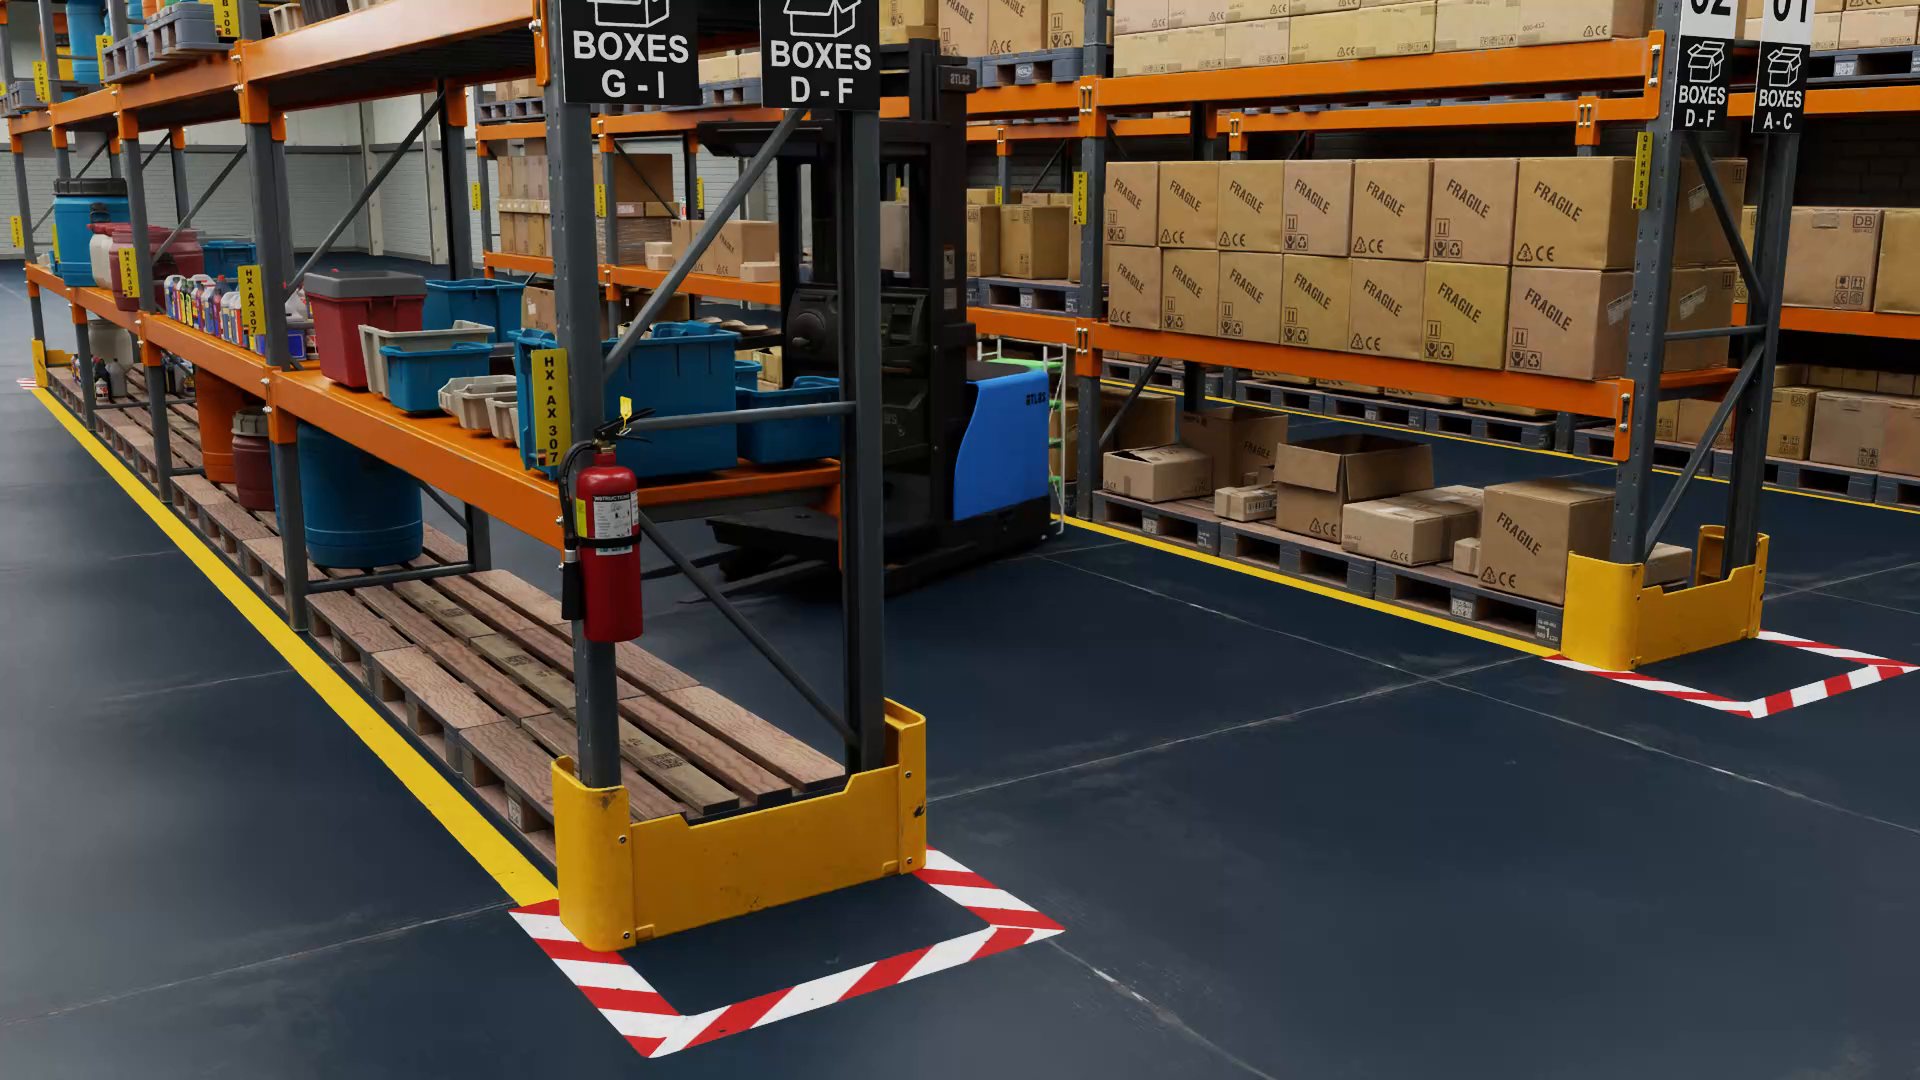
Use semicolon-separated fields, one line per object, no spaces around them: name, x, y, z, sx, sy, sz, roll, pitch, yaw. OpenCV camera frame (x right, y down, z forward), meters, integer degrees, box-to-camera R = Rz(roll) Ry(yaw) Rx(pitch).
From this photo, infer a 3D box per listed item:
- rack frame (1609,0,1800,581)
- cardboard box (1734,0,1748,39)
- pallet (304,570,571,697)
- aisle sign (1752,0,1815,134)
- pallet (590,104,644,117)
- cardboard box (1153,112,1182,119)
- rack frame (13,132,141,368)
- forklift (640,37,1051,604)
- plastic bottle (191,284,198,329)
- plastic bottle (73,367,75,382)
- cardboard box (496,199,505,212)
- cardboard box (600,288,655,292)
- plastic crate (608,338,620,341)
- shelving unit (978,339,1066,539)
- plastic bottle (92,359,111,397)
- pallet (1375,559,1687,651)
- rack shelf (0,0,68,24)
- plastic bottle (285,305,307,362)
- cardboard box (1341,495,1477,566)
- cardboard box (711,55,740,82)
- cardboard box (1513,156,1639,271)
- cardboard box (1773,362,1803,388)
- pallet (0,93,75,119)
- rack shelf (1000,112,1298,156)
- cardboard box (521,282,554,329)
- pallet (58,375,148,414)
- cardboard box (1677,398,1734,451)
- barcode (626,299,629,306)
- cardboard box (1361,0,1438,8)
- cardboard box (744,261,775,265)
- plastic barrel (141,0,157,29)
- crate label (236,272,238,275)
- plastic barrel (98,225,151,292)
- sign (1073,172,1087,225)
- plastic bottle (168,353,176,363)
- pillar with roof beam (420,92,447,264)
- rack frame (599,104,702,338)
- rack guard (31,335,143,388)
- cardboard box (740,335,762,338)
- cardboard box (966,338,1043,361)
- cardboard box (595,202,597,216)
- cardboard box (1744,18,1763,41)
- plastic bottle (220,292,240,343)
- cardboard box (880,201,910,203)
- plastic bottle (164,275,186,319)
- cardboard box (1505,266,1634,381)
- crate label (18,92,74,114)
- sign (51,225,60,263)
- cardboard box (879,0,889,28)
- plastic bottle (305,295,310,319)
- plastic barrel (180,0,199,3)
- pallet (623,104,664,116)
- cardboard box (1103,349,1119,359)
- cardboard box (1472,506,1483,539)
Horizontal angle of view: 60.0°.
rack frame;3.434;-0.944;7.656;1.000;3.000;0.127;-8;15;-33
cardboard box;3.361;-2.457;7.907;0.500;0.250;0.500;-8;15;-33
pallet;-2.468;0.419;7.952;1.003;0.211;1.213;-8;15;-33
aisle sign;3.716;-2.236;7.482;0.394;0.787;0.004;-8;15;-33
pallet;-3.709;-4.649;17.784;1.003;0.211;1.213;-8;15;-33
cardboard box;2.482;-4.721;17.617;0.797;0.503;0.637;-6;14;-25
rack frame;-9.557;-3.204;17.990;1.000;3.000;0.127;-8;15;-33
forklift;-0.706;-1.219;9.076;1.130;2.935;3.031;9;15;34
plastic bottle;-4.654;-1.432;10.189;0.097;0.271;0.097;0;12;0
plastic bottle;-8.754;-1.674;16.515;0.097;0.201;0.097;0;12;0
cardboard box;-5.393;-4.060;20.152;0.380;0.149;0.250;-8;15;-33
cardboard box;-3.765;-2.603;18.944;0.500;0.500;0.500;-8;15;-33
plastic crate;-1.450;-0.676;6.683;0.416;0.233;0.300;-8;15;-33
shelving unit;0.385;-0.644;10.497;0.503;1.200;0.258;9;15;34
plastic bottle;-7.937;-1.494;15.341;0.144;0.351;0.185;-9;15;-34
pallet;2.949;0.263;8.663;1.003;0.211;1.213;-8;15;-33
rack shelf;-8.448;-5.232;15.842;1.077;0.370;4.000;-8;15;-33
plastic bottle;-3.395;-1.041;8.390;0.152;0.276;0.135;-8;15;-33
cardboard box;2.426;-0.055;9.000;0.500;0.250;0.500;-8;15;-33
cardboard box;-1.910;-4.232;15.039;0.500;0.250;0.500;-8;15;-34
cardboard box;2.958;-1.528;7.752;0.500;0.500;0.500;-8;15;-33
cardboard box;5.996;-1.223;12.281;0.380;0.149;0.250;-9;15;-34
pallet;-9.180;-4.418;16.964;1.003;0.211;1.213;-8;15;-33
rack shelf;2.015;-4.423;18.229;1.077;0.370;4.000;-8;15;-33
cardboard box;-5.040;-2.807;19.875;0.500;0.500;0.500;-8;15;-33
pallet;-8.358;-1.472;16.597;1.003;0.211;1.213;-8;15;-33
cardboard box;5.944;-0.991;12.741;0.700;0.500;0.500;-8;15;-33
barcode;-3.420;-2.446;17.100;0.001;0.075;0.075;-8;15;-33
cardboard box;2.386;-2.819;8.393;0.500;0.250;0.500;-8;15;-33
cardboard box;-1.752;-2.464;15.196;0.380;0.149;0.250;-7;14;-29
plastic barrel;-5.761;-3.744;12.435;0.600;0.830;0.708;-8;15;-33
crate label;-5.046;-1.818;12.047;0.303;0.233;0.416;-8;15;-33
plastic barrel;-6.586;-2.232;13.229;0.433;0.535;0.433;0;12;0
sign;0.758;-2.154;10.482;0.100;0.325;0.005;-8;15;-33
plastic bottle;-7.547;-1.639;16.008;0.144;0.351;0.185;-9;15;-35
pillar with roof beam;-17.082;-11.044;39.799;9.100;9.000;0.548;-8;15;-33
rack frame;-3.215;-3.078;17.415;1.000;3.000;0.127;-8;15;-33
rack guard;-9.475;-1.975;18.221;1.175;0.500;0.348;-8;15;-33
cardboard box;-2.064;-1.748;15.475;0.500;0.311;0.500;-8;15;-33
cardboard box;0.320;-1.397;12.795;0.500;0.250;0.500;-8;15;-34
cardboard box;-3.679;-3.511;17.642;0.380;0.149;0.250;-8;15;-34
cardboard box;5.773;-3.642;12.106;0.500;0.250;0.500;-8;15;-34
plastic bottle;-4.080;-1.261;9.395;0.152;0.276;0.135;-8;15;-33
cardboard box;-0.556;-2.522;13.655;0.500;0.500;0.700;9;15;36
plastic bottle;-5.153;-1.605;10.970;0.152;0.276;0.135;-8;15;-33
cardboard box;2.959;-1.040;7.862;0.500;0.500;0.500;-8;14;-31
crate label;-8.795;-4.224;15.984;0.502;0.251;0.408;-8;15;-33
sign;-7.804;-2.564;14.419;0.100;0.325;0.005;-8;15;-33
cardboard box;-0.479;-4.200;12.951;0.500;0.500;0.500;-8;15;-33
plastic bottle;-4.260;-1.598;10.950;0.097;0.271;0.097;0;12;0
plastic barrel;-3.981;-3.270;9.117;0.600;0.901;0.708;-8;15;-33
pallet;-2.715;-4.294;16.405;0.805;0.209;1.217;-9;15;-35
cardboard box;1.906;-2.348;18.900;0.700;0.500;0.500;-8;15;-32
cardboard box;3.092;-0.035;8.905;0.500;0.250;0.500;-8;15;-33
